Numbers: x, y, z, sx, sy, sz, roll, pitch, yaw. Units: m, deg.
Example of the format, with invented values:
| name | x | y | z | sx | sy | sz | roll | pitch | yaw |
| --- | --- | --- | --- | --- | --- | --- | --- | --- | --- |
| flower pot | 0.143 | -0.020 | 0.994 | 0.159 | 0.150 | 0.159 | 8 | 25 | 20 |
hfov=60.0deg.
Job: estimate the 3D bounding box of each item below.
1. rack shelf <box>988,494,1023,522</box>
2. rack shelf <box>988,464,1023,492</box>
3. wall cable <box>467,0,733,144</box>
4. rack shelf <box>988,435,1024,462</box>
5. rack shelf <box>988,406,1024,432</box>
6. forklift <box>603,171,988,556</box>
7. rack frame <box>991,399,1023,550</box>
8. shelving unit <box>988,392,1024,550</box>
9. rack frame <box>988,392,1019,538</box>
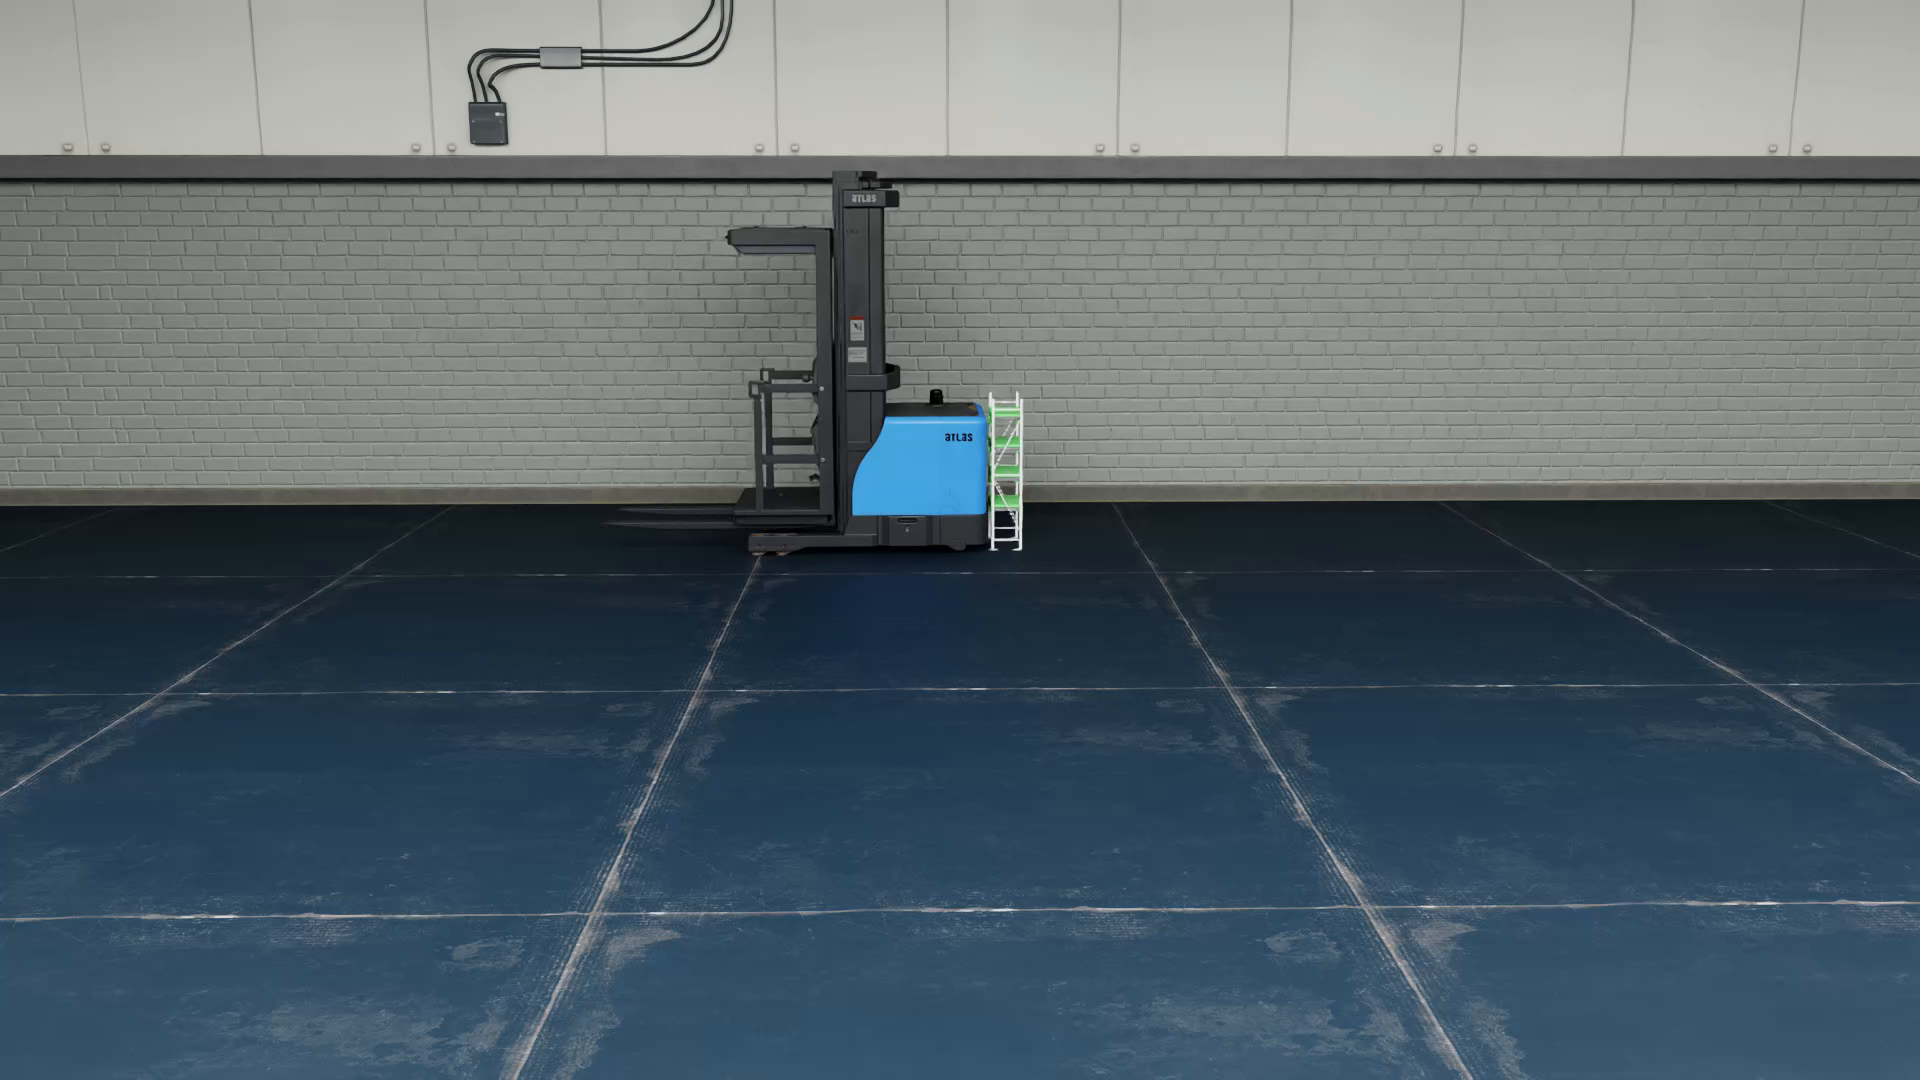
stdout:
| name | x | y | z | sx | sy | sz | roll | pitch | yaw |
| --- | --- | --- | --- | --- | --- | --- | --- | --- | --- |
| rack shelf | 0.361 | -0.260 | 13.350 | 0.258 | 0.148 | 0.480 | 0 | 11 | -2 |
| rack shelf | 0.362 | -0.495 | 13.302 | 0.258 | 0.148 | 0.480 | 0 | 11 | -2 |
| wall cable | -3.105 | -6.400 | 13.918 | 2.305 | 6.003 | 0.169 | 0 | 11 | -1 |
| rack shelf | 0.362 | -0.730 | 13.254 | 0.258 | 0.148 | 0.480 | 0 | 11 | -2 |
| rack shelf | 0.362 | -0.965 | 13.207 | 0.258 | 0.148 | 0.480 | 0 | 11 | -2 |
| forklift | -1.305 | -1.422 | 13.198 | 3.031 | 2.935 | 1.130 | 0 | 11 | -2 |
| rack frame | 0.369 | -0.509 | 13.050 | 0.240 | 1.200 | 0.015 | 0 | 11 | -2 |
| shelving unit | 0.362 | -0.558 | 13.289 | 0.258 | 1.200 | 0.503 | 0 | 11 | -2 |
| rack frame | 0.354 | -0.606 | 13.528 | 0.240 | 1.200 | 0.015 | 0 | 11 | -2 |
